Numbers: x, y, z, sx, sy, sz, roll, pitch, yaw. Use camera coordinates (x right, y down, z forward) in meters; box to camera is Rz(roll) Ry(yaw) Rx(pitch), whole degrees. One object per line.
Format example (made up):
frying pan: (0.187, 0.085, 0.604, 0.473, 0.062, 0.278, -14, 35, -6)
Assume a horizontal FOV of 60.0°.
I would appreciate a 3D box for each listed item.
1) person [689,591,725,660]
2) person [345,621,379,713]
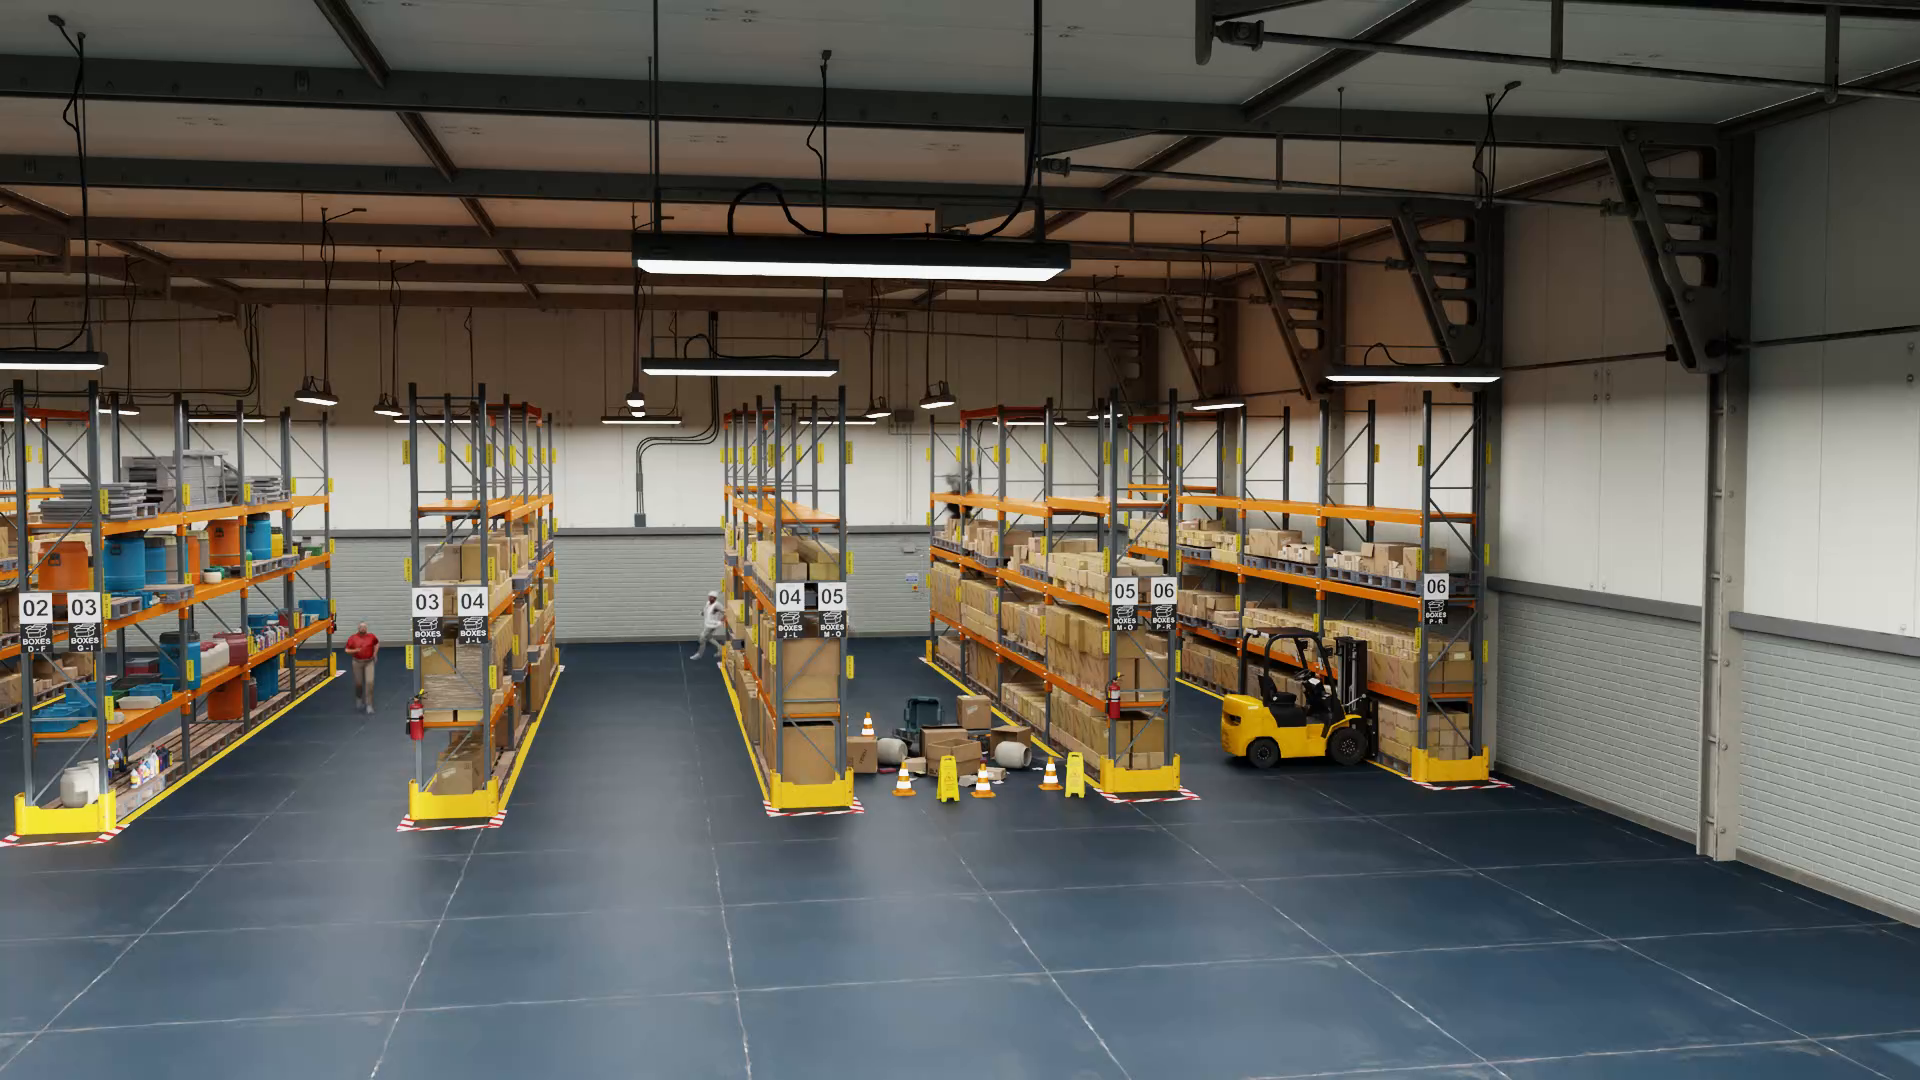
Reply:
person: (-6.127, 2.085, 40.582, 0.876, 1.722, 0.709, -1, 3, -20)
person: (-11.686, 2.470, 32.553, 0.653, 1.752, 0.898, -1, 3, -24)
